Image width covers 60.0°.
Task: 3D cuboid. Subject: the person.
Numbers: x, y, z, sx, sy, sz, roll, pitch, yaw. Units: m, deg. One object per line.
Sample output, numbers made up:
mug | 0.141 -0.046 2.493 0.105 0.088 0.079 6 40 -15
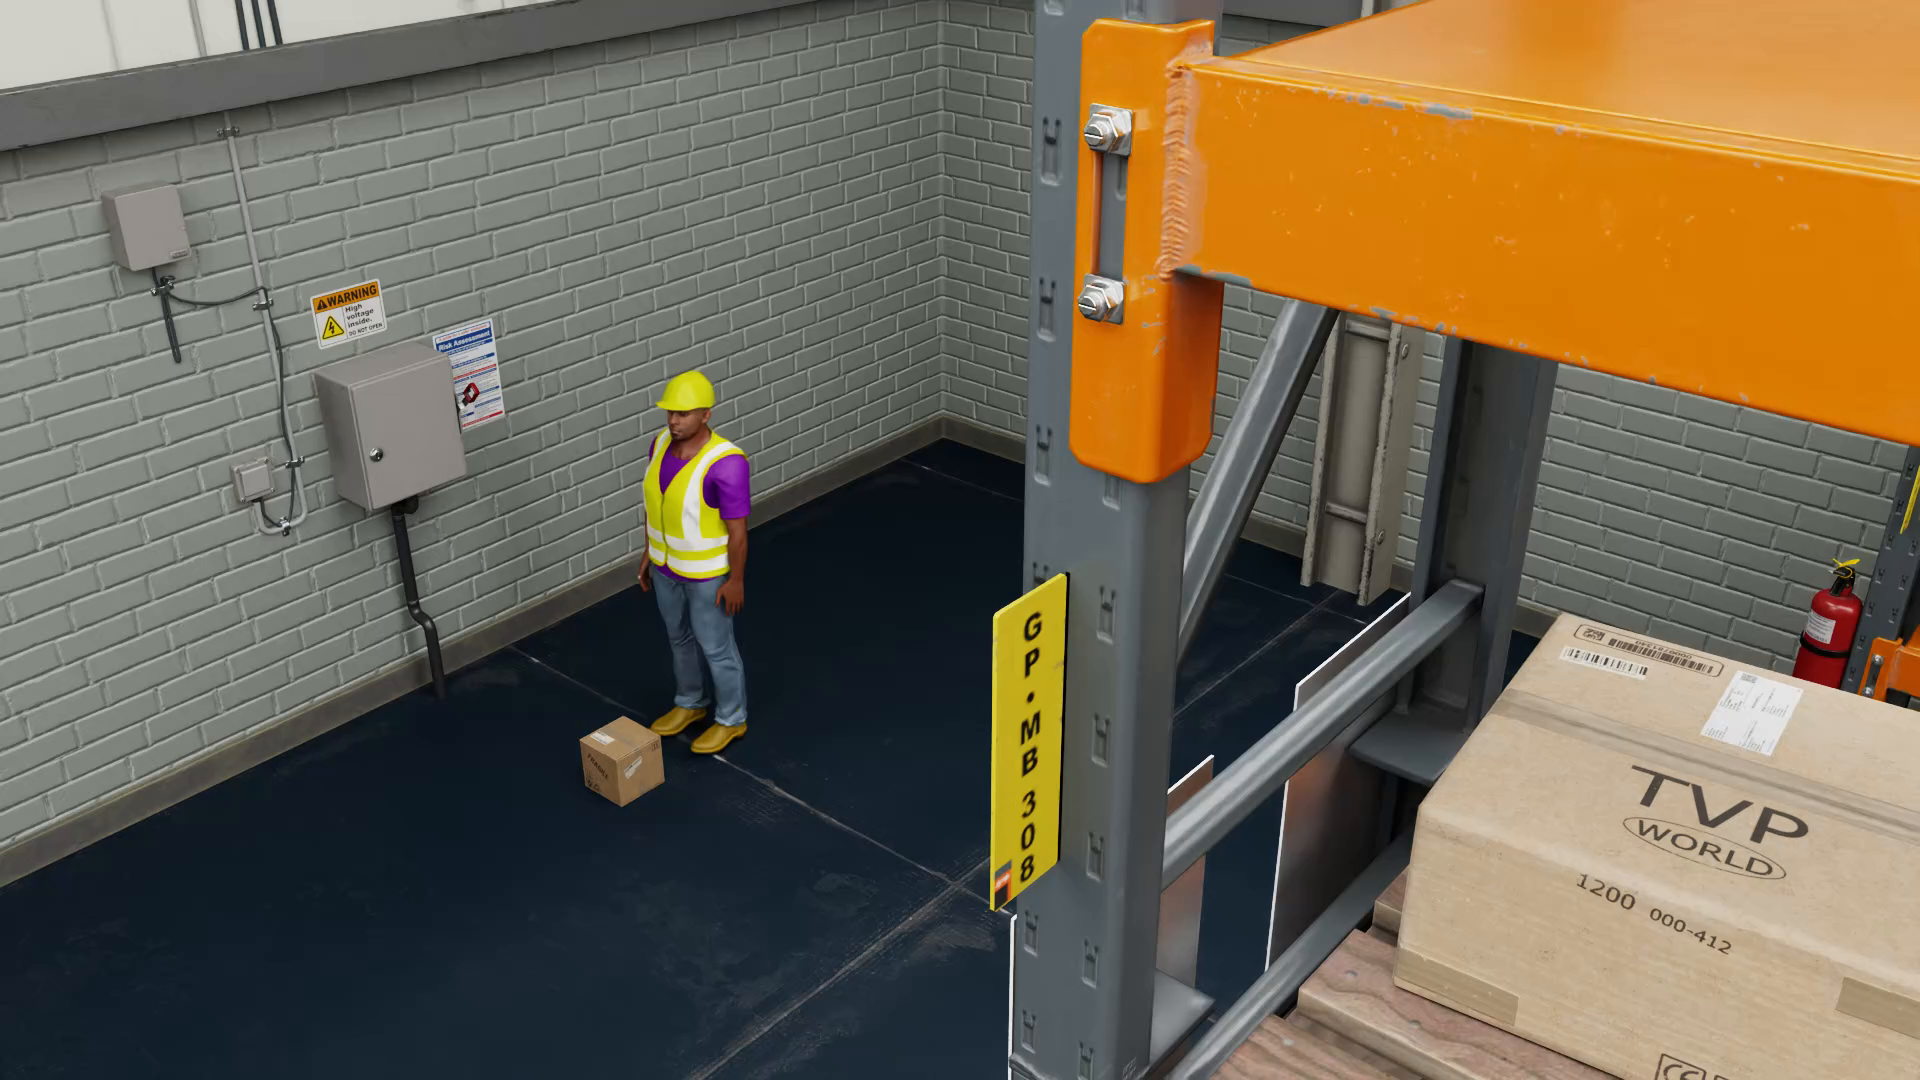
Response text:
person | -1.177 0.109 7.324 0.562 1.766 0.391 21 34 35
